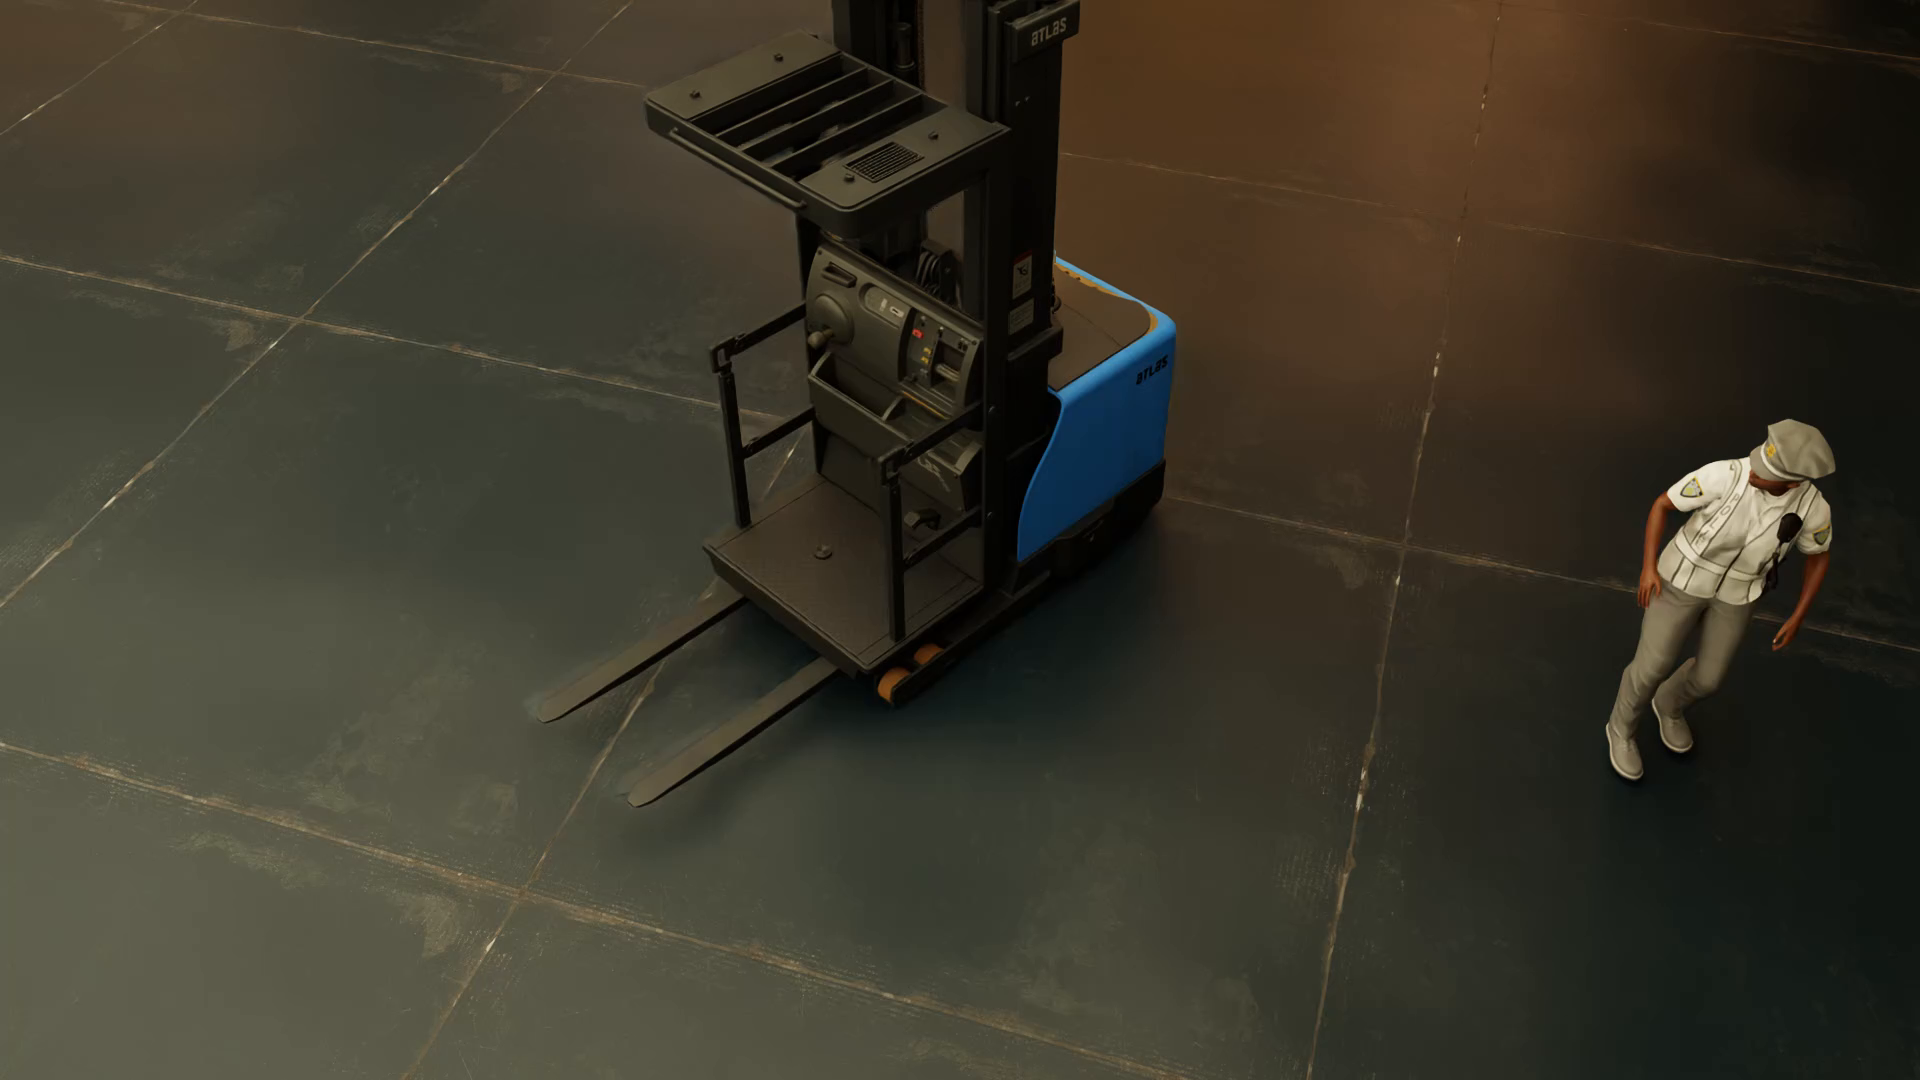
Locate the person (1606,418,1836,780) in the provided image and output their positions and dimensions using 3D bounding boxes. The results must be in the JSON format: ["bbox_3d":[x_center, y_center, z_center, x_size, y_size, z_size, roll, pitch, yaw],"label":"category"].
[{"bbox_3d":[2.899,0.233,6.332,0.648,1.646,0.487,8,43,8],"label":"person"}]

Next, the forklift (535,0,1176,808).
[{"bbox_3d":[-0.424,-0.770,6.517,1.130,2.935,3.031,34,53,31],"label":"forklift"}]
